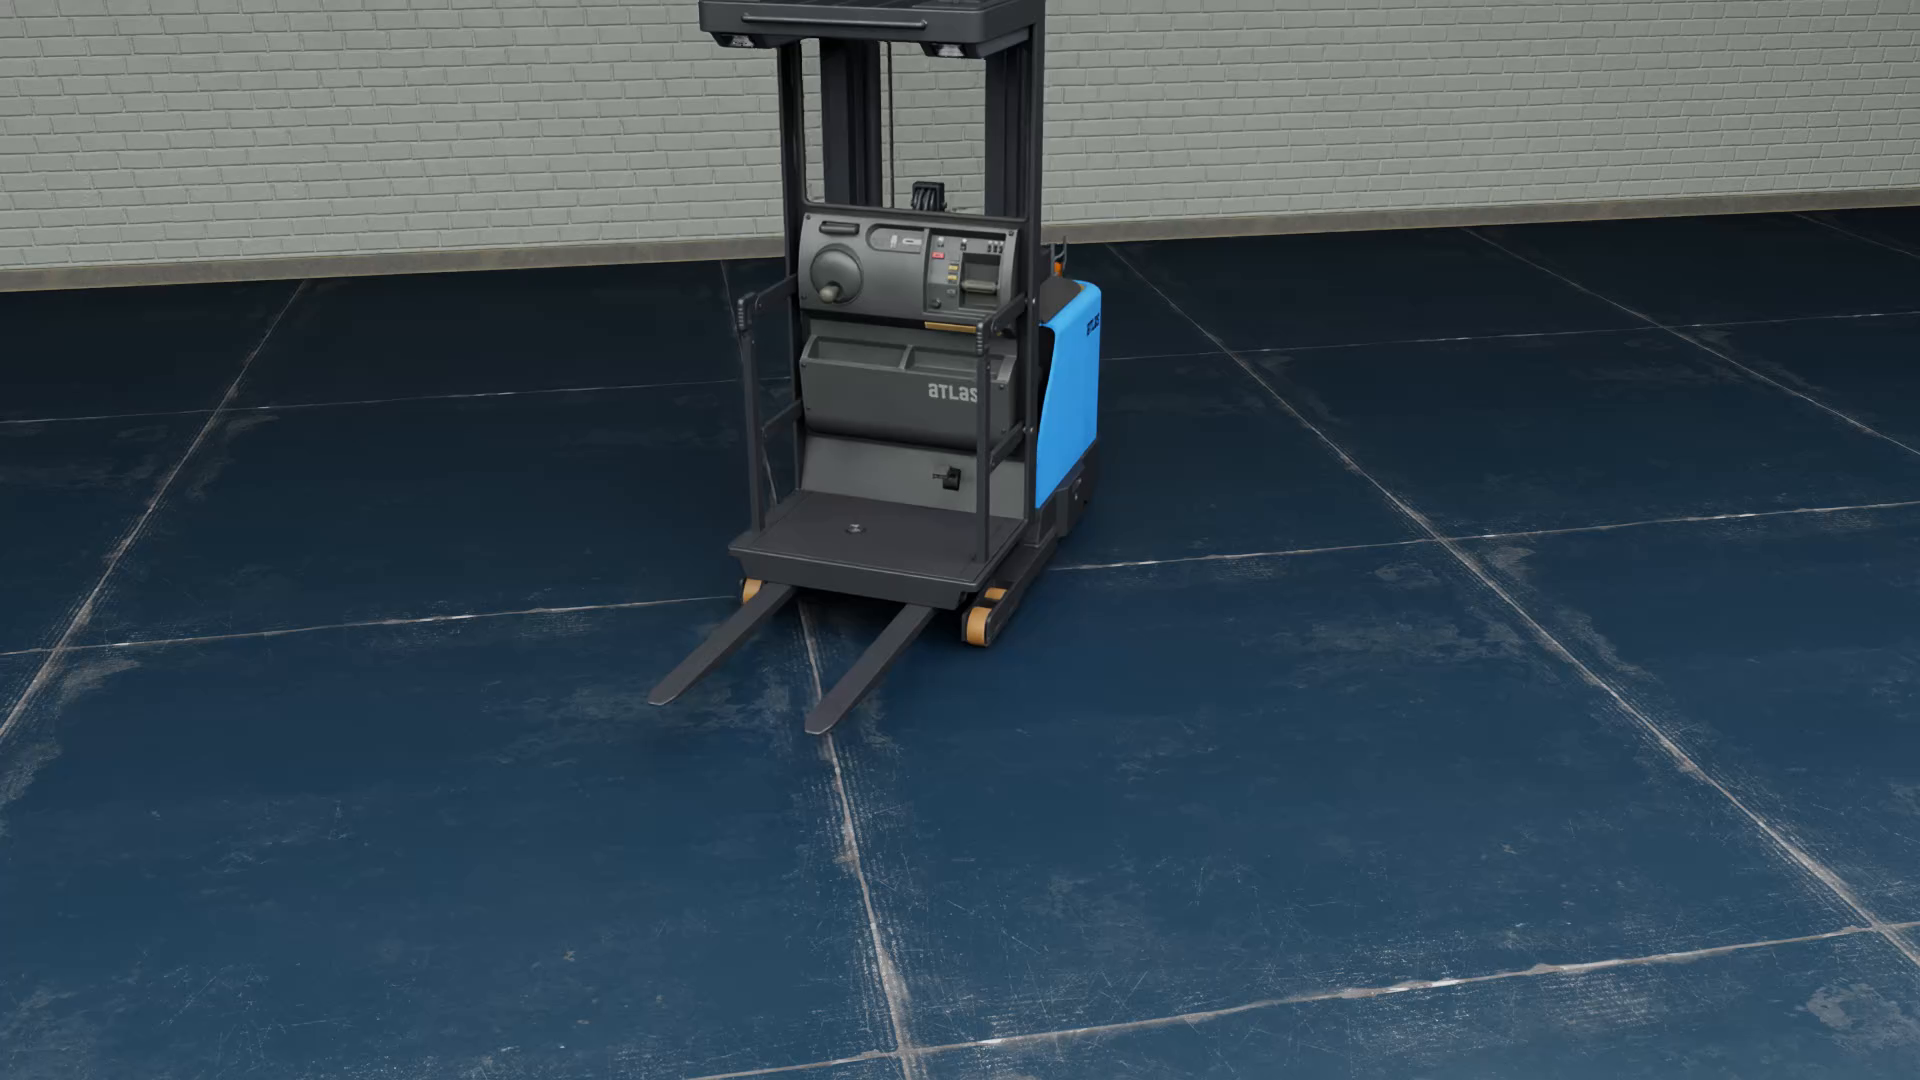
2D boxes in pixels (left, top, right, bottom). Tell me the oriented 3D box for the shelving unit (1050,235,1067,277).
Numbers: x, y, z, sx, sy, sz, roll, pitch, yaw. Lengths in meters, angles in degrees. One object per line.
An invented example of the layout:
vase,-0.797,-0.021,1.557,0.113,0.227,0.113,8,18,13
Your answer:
shelving unit,0.245,-0.938,8.391,0.503,1.200,0.258,8,23,17

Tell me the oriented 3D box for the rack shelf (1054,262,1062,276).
rack shelf,0.249,-1.302,8.242,0.480,0.148,0.258,8,23,17

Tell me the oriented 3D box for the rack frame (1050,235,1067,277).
rack frame,0.476,-0.907,8.319,0.015,1.200,0.240,8,23,17

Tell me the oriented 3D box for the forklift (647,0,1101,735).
forklift,-0.288,-1.092,6.588,1.130,2.935,3.031,8,25,18
